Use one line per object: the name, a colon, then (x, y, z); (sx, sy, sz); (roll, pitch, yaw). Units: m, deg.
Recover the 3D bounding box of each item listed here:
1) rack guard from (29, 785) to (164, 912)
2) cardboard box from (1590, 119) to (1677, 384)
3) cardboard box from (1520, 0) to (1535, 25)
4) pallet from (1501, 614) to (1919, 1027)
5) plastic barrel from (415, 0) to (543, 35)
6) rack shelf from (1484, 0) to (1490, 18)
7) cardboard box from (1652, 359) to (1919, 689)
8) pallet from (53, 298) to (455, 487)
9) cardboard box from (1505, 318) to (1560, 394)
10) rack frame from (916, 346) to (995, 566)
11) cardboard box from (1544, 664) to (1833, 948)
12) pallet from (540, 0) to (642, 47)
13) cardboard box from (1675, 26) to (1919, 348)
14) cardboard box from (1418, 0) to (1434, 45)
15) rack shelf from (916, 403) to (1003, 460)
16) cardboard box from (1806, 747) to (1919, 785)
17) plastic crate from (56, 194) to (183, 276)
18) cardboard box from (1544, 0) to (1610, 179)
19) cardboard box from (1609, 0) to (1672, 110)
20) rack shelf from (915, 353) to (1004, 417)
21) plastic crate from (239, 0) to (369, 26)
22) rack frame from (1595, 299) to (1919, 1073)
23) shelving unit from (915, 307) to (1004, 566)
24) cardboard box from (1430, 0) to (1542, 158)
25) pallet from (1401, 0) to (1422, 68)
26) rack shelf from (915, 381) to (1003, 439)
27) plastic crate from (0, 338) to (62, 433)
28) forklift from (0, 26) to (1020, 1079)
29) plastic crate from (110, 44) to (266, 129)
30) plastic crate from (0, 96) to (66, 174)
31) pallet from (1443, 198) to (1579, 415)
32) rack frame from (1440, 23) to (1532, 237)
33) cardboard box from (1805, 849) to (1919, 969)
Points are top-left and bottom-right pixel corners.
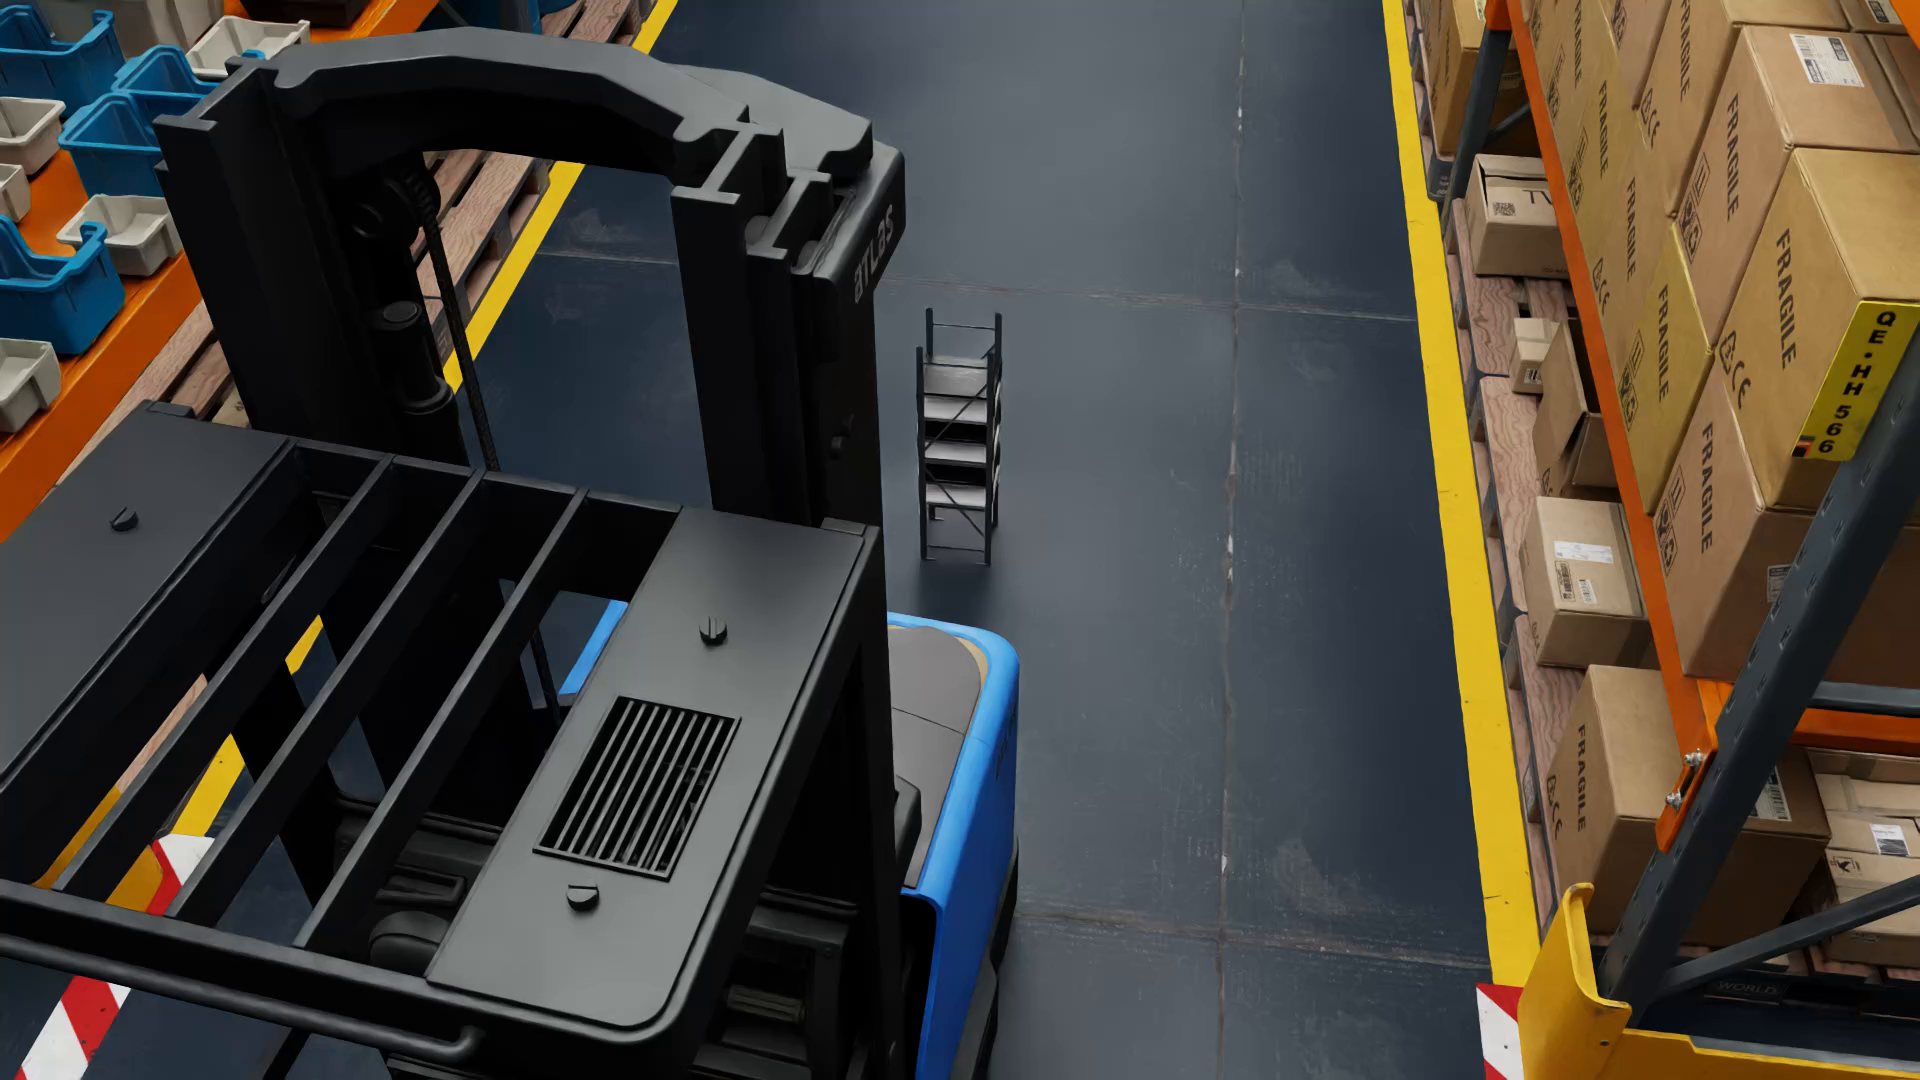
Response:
rack guard: (-2.861, 0.813, 4.528); (1.175, 0.500, 0.348); (5, 44, 6)
cardboard box: (1.964, -0.720, 4.256); (0.500, 0.500, 0.500); (6, 44, 6)
cardboard box: (2.230, -2.100, 5.713); (0.500, 0.500, 0.500); (6, 44, 7)
pallet: (2.153, 0.758, 4.797); (1.003, 0.211, 1.213); (5, 44, 6)
plastic barrel: (-2.253, -2.599, 7.533); (0.600, 0.901, 0.708); (5, 44, 6)
rack shelf: (2.832, -3.488, 7.775); (1.077, 0.370, 4.000); (5, 44, 6)
cardboard box: (1.828, -0.026, 3.523); (0.500, 0.500, 0.500); (6, 44, 7)
pallet: (-2.560, -0.488, 6.112); (1.003, 0.211, 1.213); (5, 44, 6)
cardboard box: (2.193, -0.660, 6.006); (0.380, 0.166, 0.250); (5, 44, 6)
rack frame: (-0.015, -0.252, 5.362); (0.240, 0.900, 0.006); (5, 44, 6)
cardboard box: (1.866, 0.695, 4.332); (0.500, 0.500, 0.500); (5, 44, 6)
pallet: (-2.199, -2.348, 8.077); (1.003, 0.211, 1.213); (5, 44, 6)
cardboard box: (1.891, -0.732, 3.541); (0.500, 0.500, 0.500); (6, 44, 7)
cardboard box: (2.489, -2.678, 7.895); (0.500, 0.500, 0.500); (6, 44, 6)
rack shelf: (-0.001, -0.362, 5.396); (0.258, 0.077, 0.200); (5, 44, 6)
cardboard box: (2.458, 0.493, 4.727); (0.500, 0.250, 0.500); (5, 44, 6)
plastic crate: (-2.298, -0.850, 4.615); (0.250, 0.136, 0.298); (5, 44, 6)
cardboard box: (2.097, -1.410, 4.984); (0.500, 0.500, 0.500); (5, 44, 5)
cardboard box: (2.023, -1.436, 4.285); (0.500, 0.500, 0.500); (6, 44, 7)
rack shelf: (-0.001, -0.493, 5.272); (0.258, 0.077, 0.200); (5, 44, 6)
plastic crate: (-2.224, -1.973, 5.809); (0.437, 0.125, 0.590); (5, 44, 6)
rack frame: (2.039, 0.340, 3.209); (1.000, 3.000, 0.127); (5, 44, 6)
shelving unit: (-0.001, -0.321, 5.435); (0.258, 0.900, 0.210); (5, 44, 6)
cardboard box: (2.348, -2.000, 7.179); (0.500, 0.500, 0.500); (5, 44, 5)
pallet: (2.796, -2.765, 8.517); (1.003, 0.211, 1.213); (5, 44, 6)
rack shelf: (-0.001, -0.428, 5.334); (0.258, 0.077, 0.200); (5, 44, 6)
plastic crate: (-2.387, -0.388, 4.126); (0.250, 0.136, 0.298); (5, 44, 6)
forklift: (-0.701, 0.841, 2.730); (1.130, 2.935, 3.031); (10, 44, 10)
plastic crate: (-2.298, -1.314, 5.034); (0.416, 0.233, 0.300); (5, 44, 6)
plastic crate: (-2.857, -1.203, 4.987); (0.298, 0.136, 0.250); (5, 44, 6)
pallet: (2.476, -0.905, 6.553); (1.003, 0.211, 1.213); (5, 44, 6)
rack frame: (2.567, -2.386, 6.088); (1.000, 3.000, 0.127); (5, 44, 6)
cardboard box: (2.435, 0.961, 4.306); (0.380, 0.149, 0.250); (5, 44, 6)
